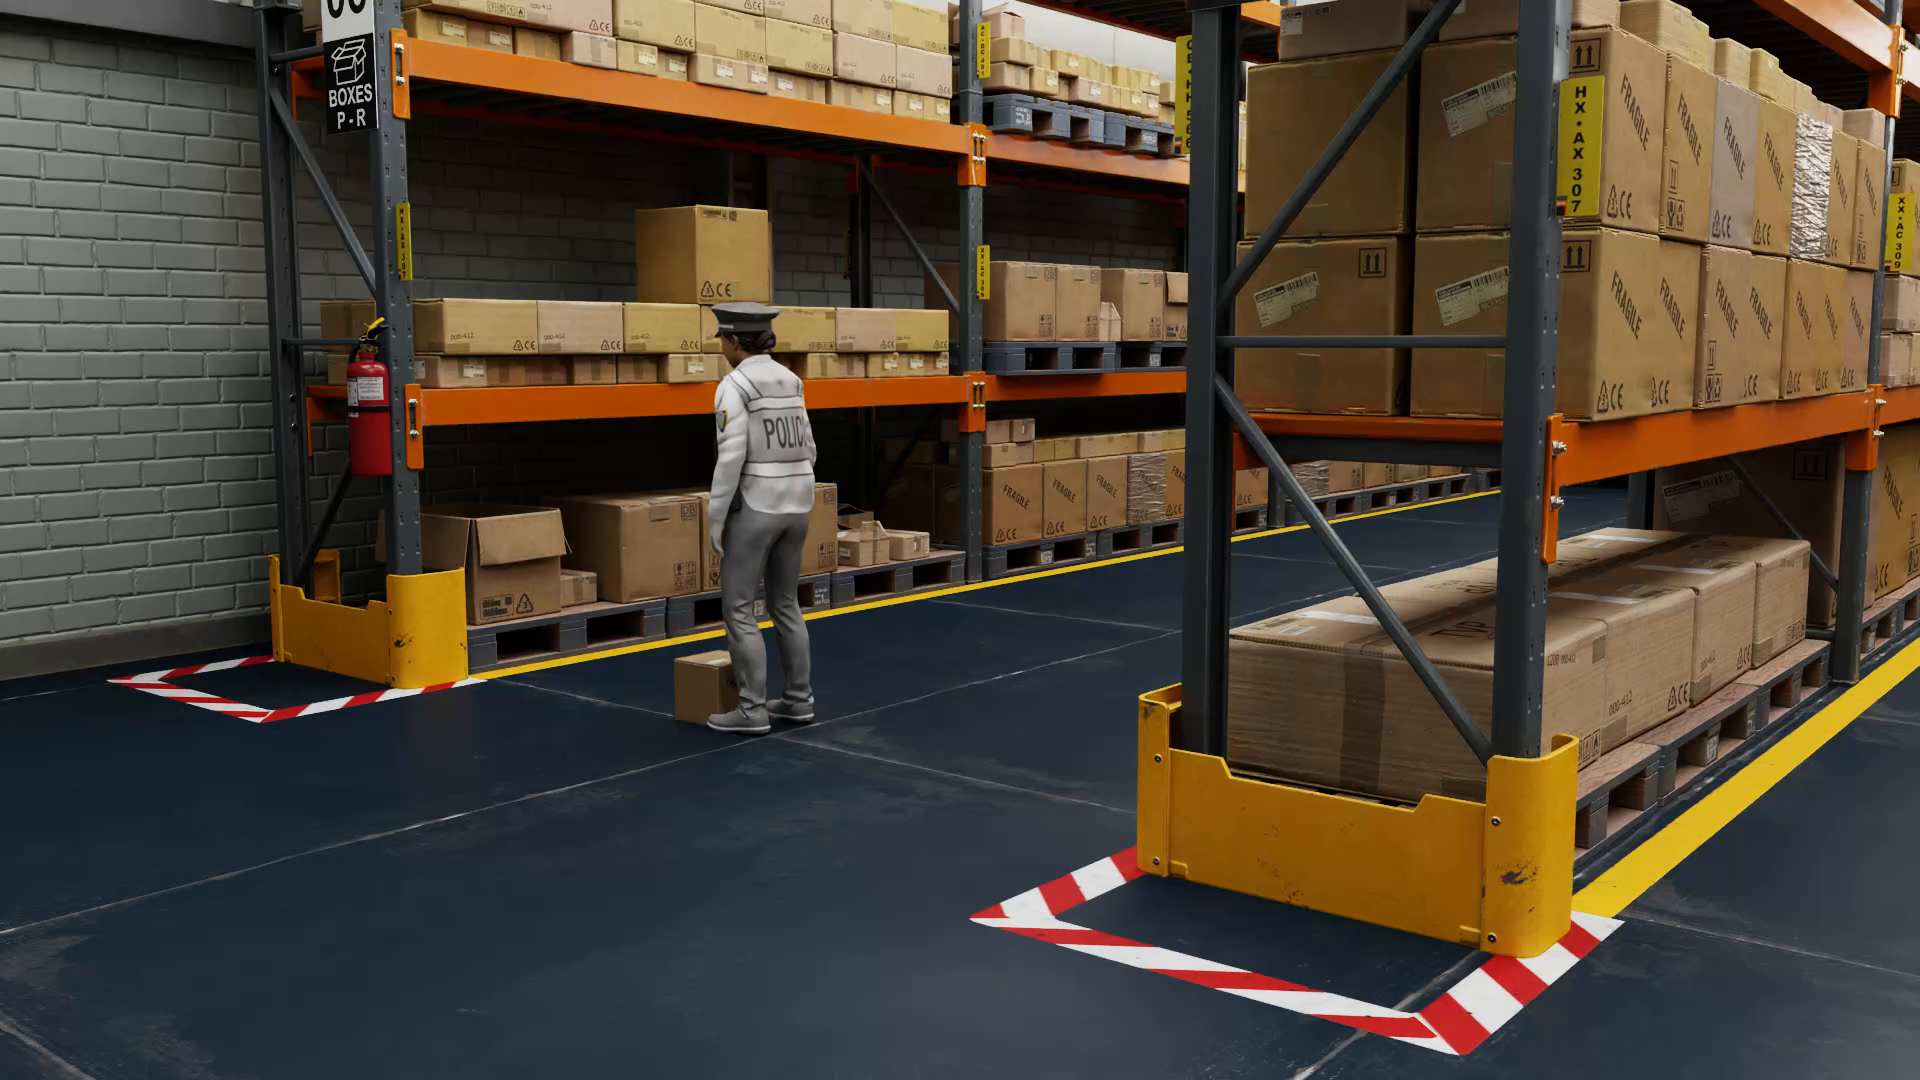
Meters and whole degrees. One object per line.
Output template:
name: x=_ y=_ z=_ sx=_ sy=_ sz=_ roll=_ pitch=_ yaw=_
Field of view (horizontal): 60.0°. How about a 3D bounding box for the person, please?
person: x=-0.773 y=-0.087 z=6.455 sx=0.369 sy=1.663 sz=0.518 roll=5 pitch=8 yaw=36
